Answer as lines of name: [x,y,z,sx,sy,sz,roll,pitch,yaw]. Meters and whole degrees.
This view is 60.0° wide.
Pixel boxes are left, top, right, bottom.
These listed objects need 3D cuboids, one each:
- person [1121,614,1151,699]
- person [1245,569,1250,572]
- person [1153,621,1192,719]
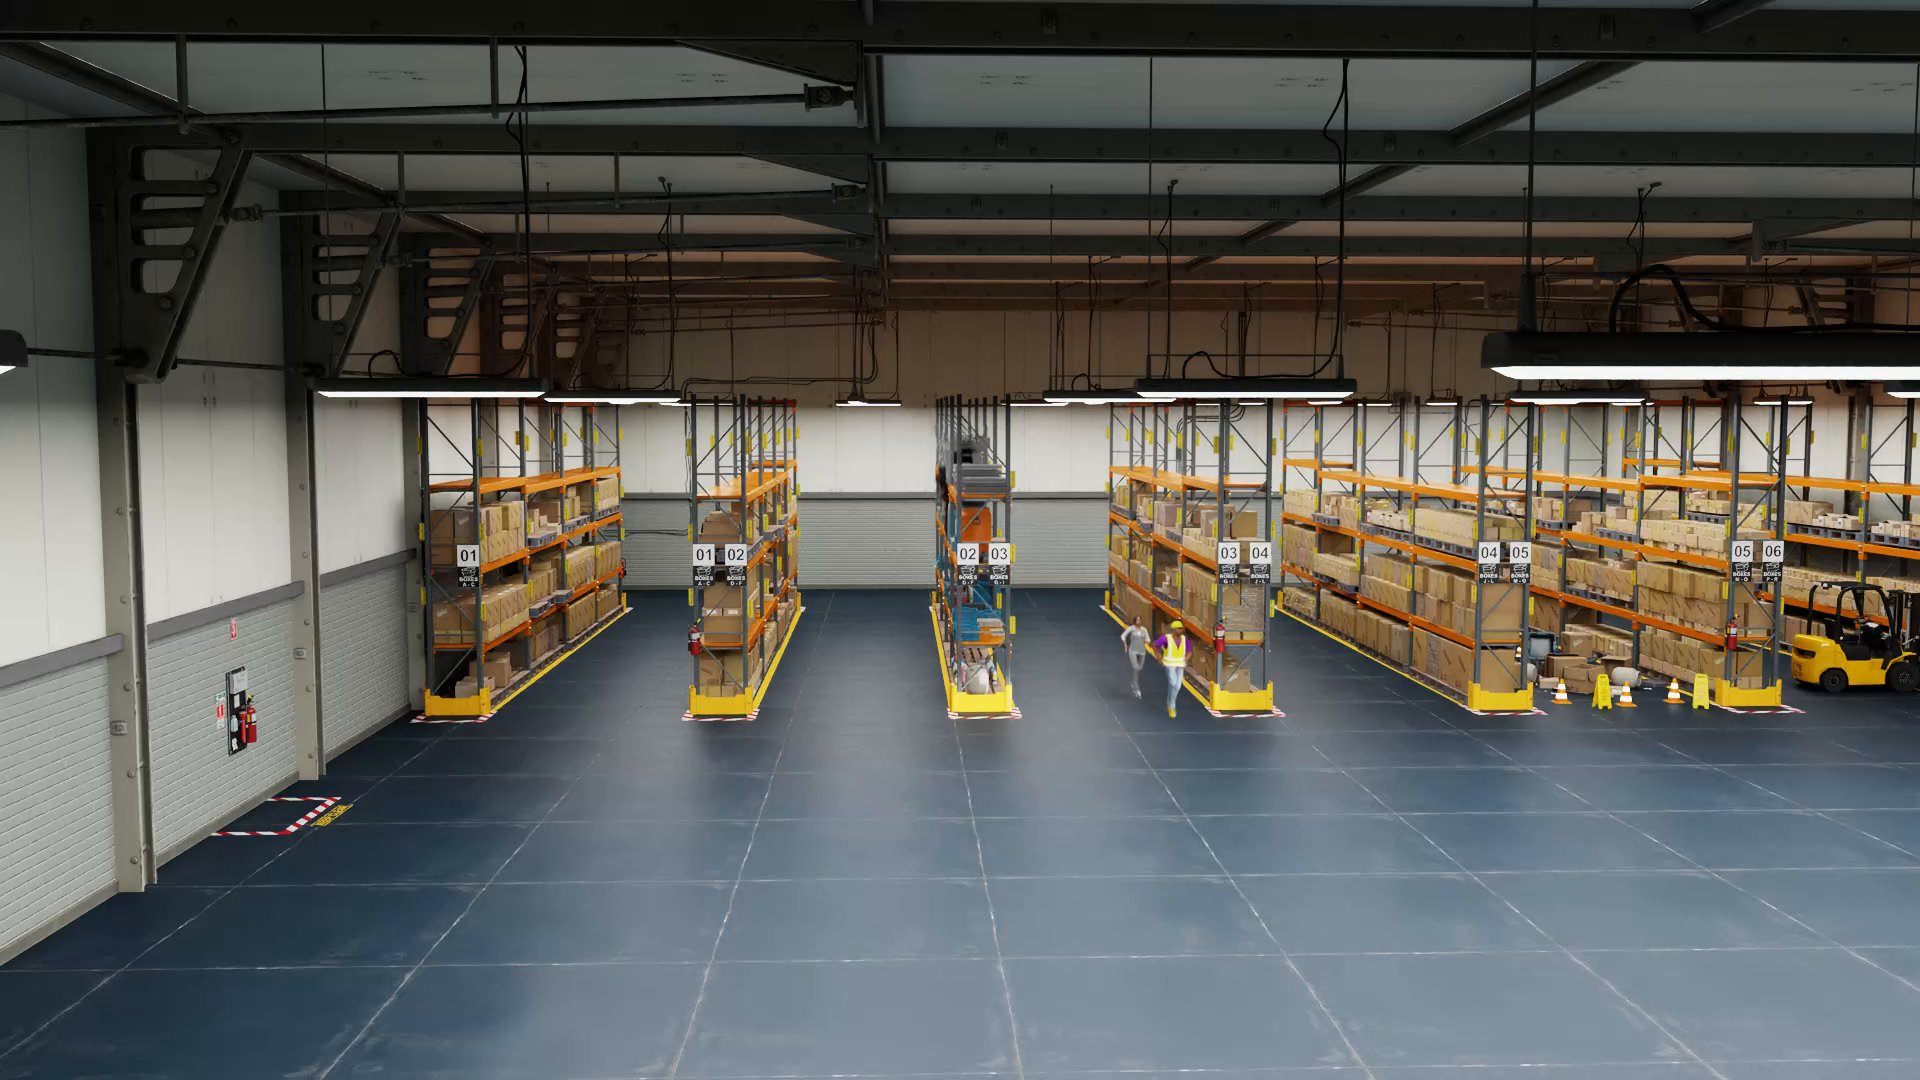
person: [3.530,2.295,33.228,0.517,1.630,0.784,-1,5,-16]
person: [8.023,1.200,46.482,0.665,1.780,0.632,0,5,-4]
person: [4.020,2.406,31.139,0.698,1.805,0.770,-2,5,-19]
